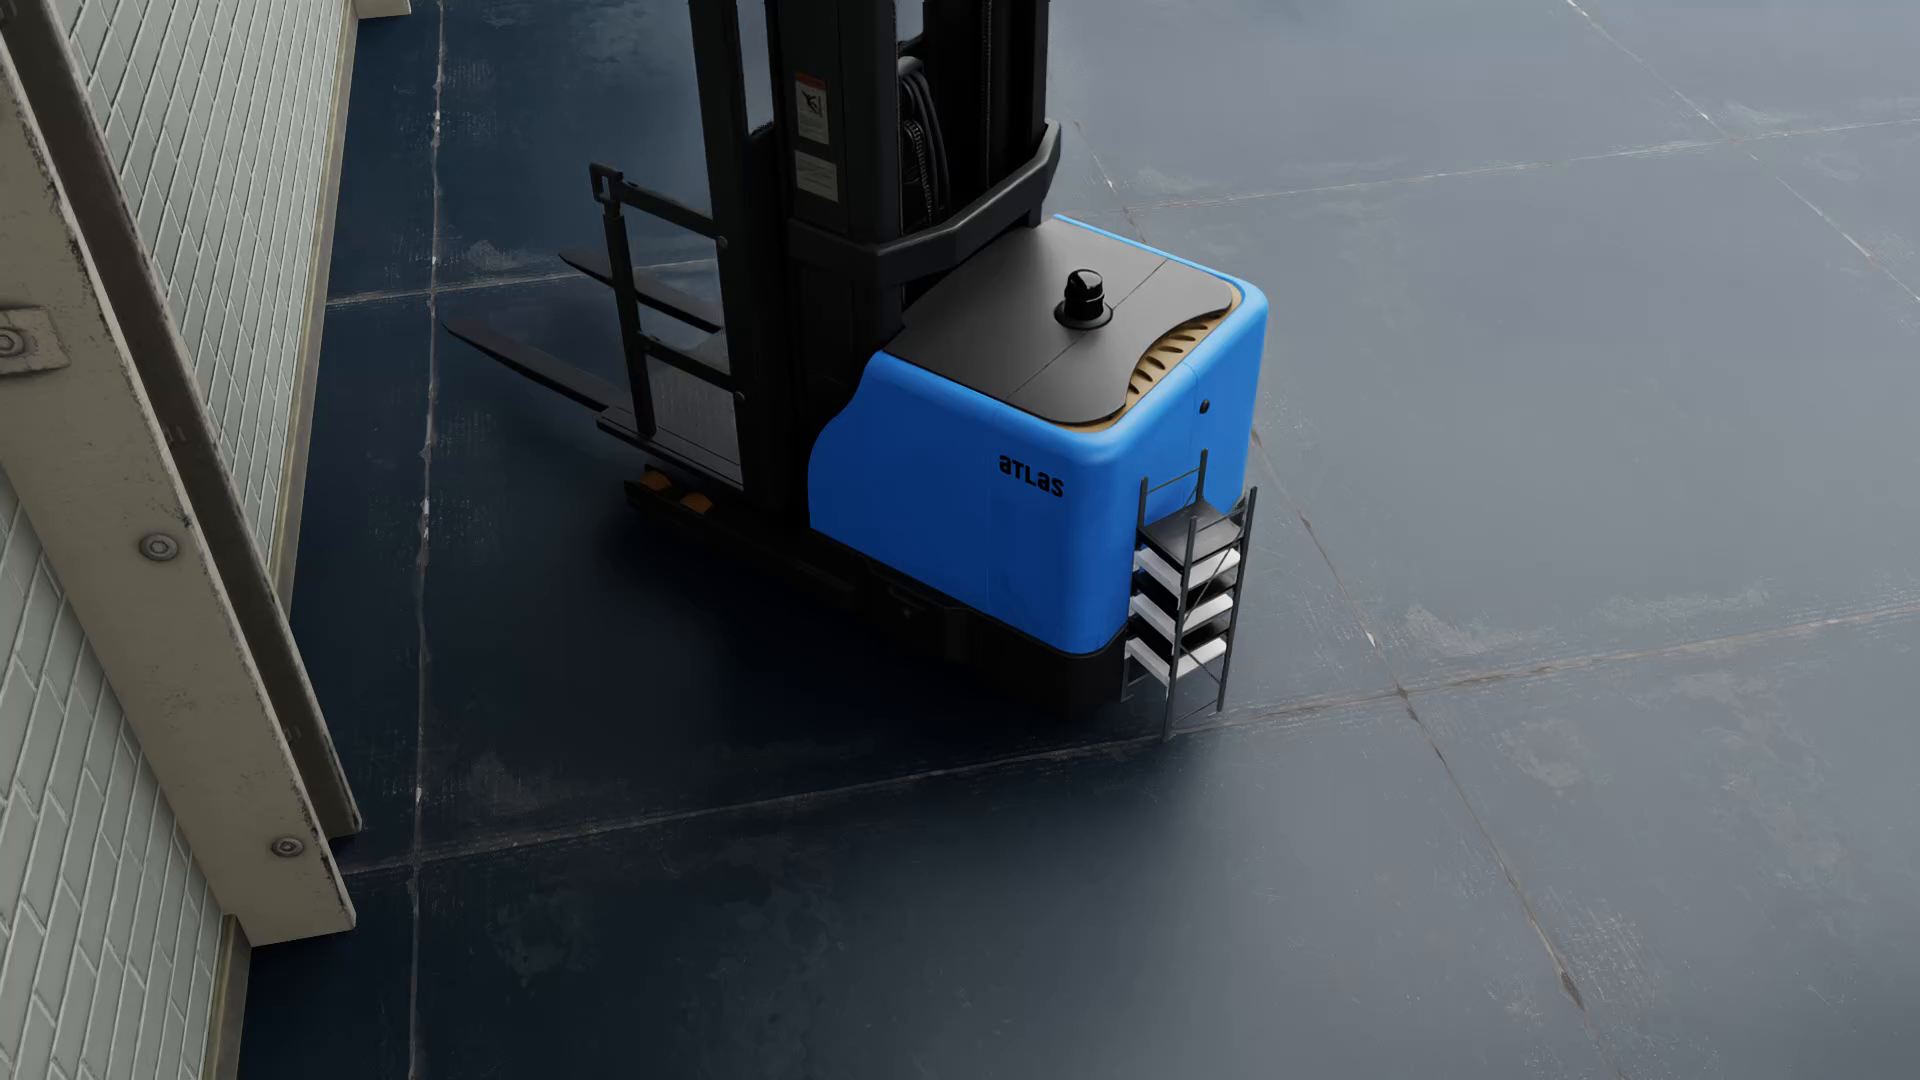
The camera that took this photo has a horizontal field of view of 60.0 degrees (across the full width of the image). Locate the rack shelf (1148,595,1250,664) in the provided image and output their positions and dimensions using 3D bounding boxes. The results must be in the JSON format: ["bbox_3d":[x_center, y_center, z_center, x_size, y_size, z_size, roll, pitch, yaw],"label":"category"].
[{"bbox_3d":[0.706,0.222,4.870,0.200,0.077,0.258,28,48,28],"label":"rack shelf"}]

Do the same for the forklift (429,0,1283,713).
[{"bbox_3d":[-0.532,-1.315,5.024,3.031,2.935,1.130,22,46,23],"label":"forklift"}]

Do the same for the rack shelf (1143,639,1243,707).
[{"bbox_3d":[0.704,0.358,4.989,0.200,0.077,0.258,28,48,28],"label":"rack shelf"}]

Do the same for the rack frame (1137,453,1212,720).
[{"bbox_3d":[0.626,0.155,4.895,0.006,0.900,0.240,28,48,28],"label":"rack frame"}]

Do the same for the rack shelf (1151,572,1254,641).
[{"bbox_3d":[0.706,0.155,4.810,0.200,0.077,0.258,28,48,28],"label":"rack shelf"}]

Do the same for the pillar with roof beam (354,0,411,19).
[{"bbox_3d":[1.059,-6.914,6.760,9.100,9.000,0.400,-8,42,-9],"label":"pillar with roof beam"}]

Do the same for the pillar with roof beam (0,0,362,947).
[{"bbox_3d":[2.354,-3.025,2.379,9.100,9.000,0.400,-8,42,-9],"label":"pillar with roof beam"}]

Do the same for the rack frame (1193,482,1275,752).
[{"bbox_3d":[0.785,0.240,4.800,0.006,0.900,0.240,28,48,28],"label":"rack frame"}]

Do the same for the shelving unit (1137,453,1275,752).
[{"bbox_3d":[0.706,0.197,4.848,0.210,0.900,0.258,28,48,28],"label":"shelving unit"}]

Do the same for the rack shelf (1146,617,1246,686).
[{"bbox_3d":[0.705,0.290,4.929,0.200,0.077,0.258,28,48,28],"label":"rack shelf"}]

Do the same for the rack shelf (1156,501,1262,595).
[{"bbox_3d":[0.708,0.020,4.691,0.200,0.077,0.258,28,48,28],"label":"rack shelf"}]

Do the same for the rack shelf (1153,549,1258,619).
[{"bbox_3d":[0.707,0.087,4.751,0.200,0.077,0.258,28,48,28],"label":"rack shelf"}]
